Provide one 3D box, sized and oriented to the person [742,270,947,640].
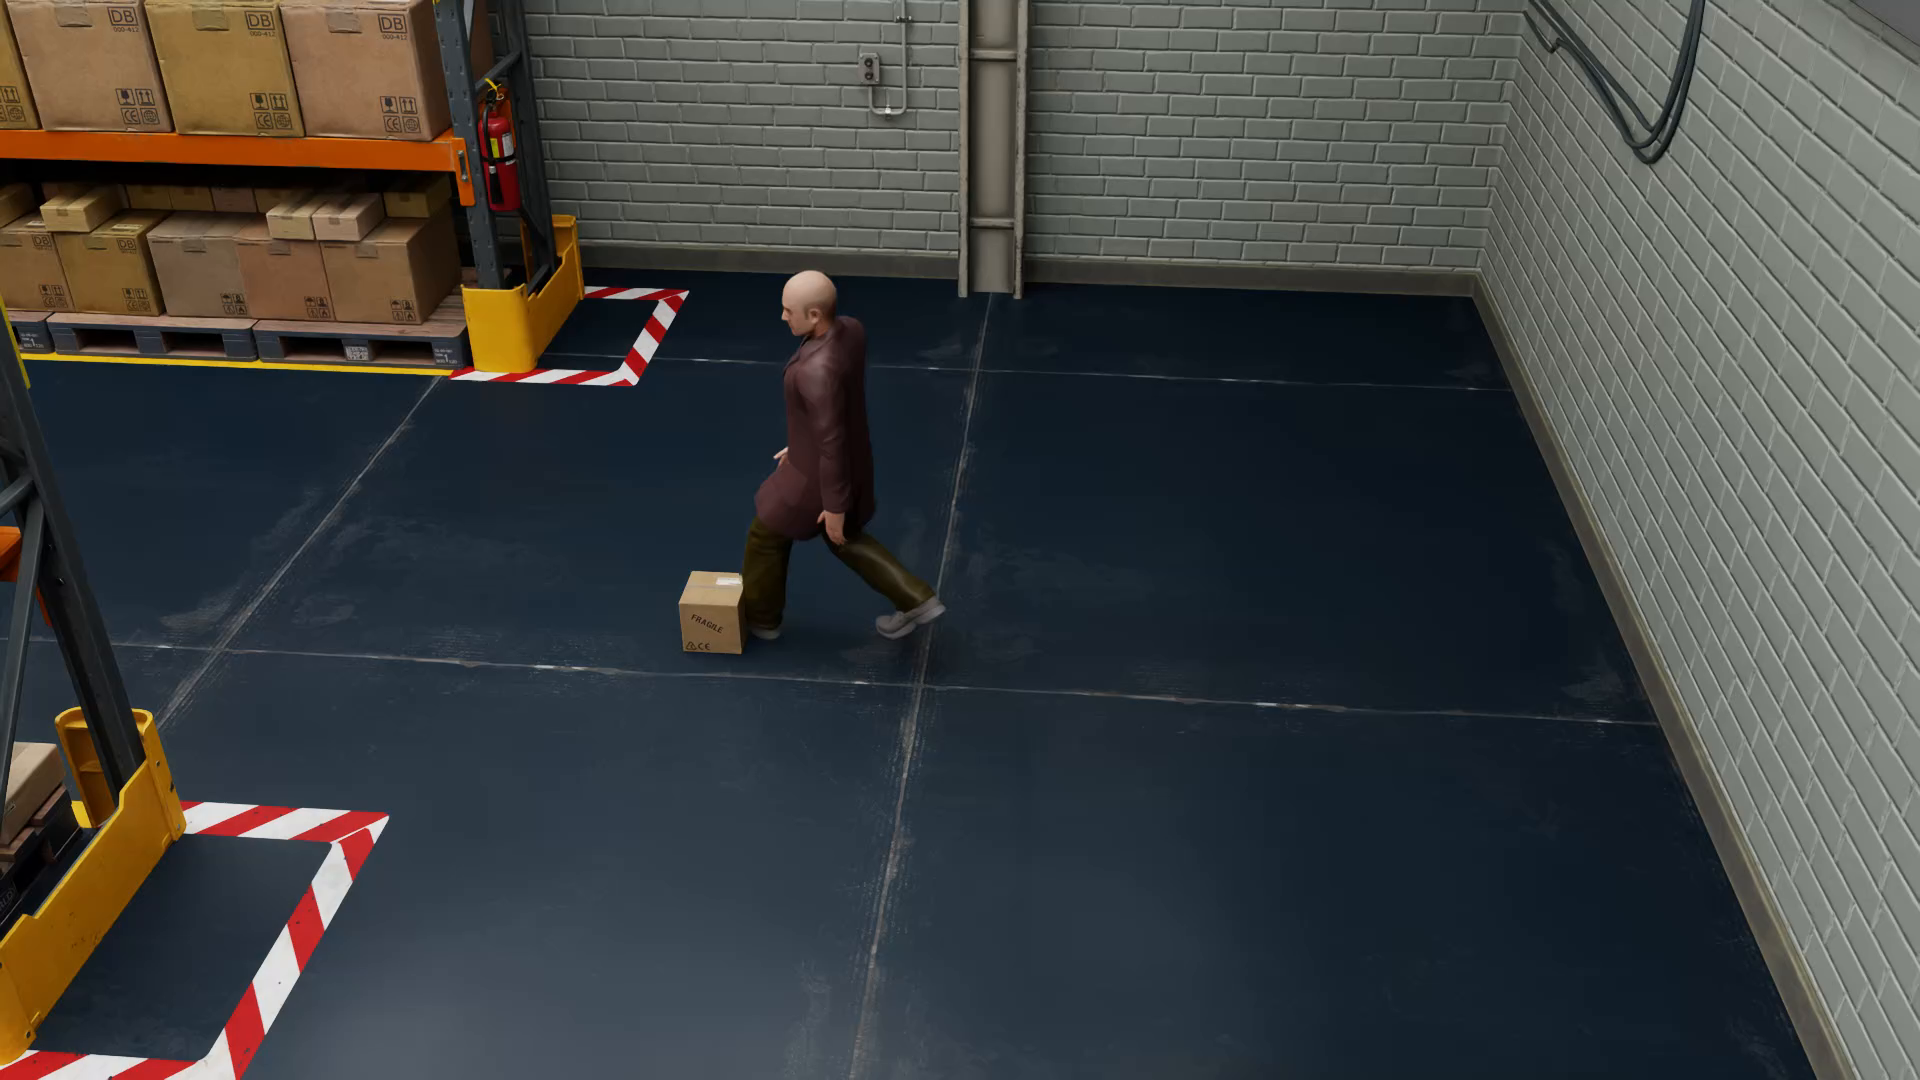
[{"bbox_3d":[-0.585,-0.298,6.698,1.104,1.704,0.557,12,33,18],"label":"person"}]
